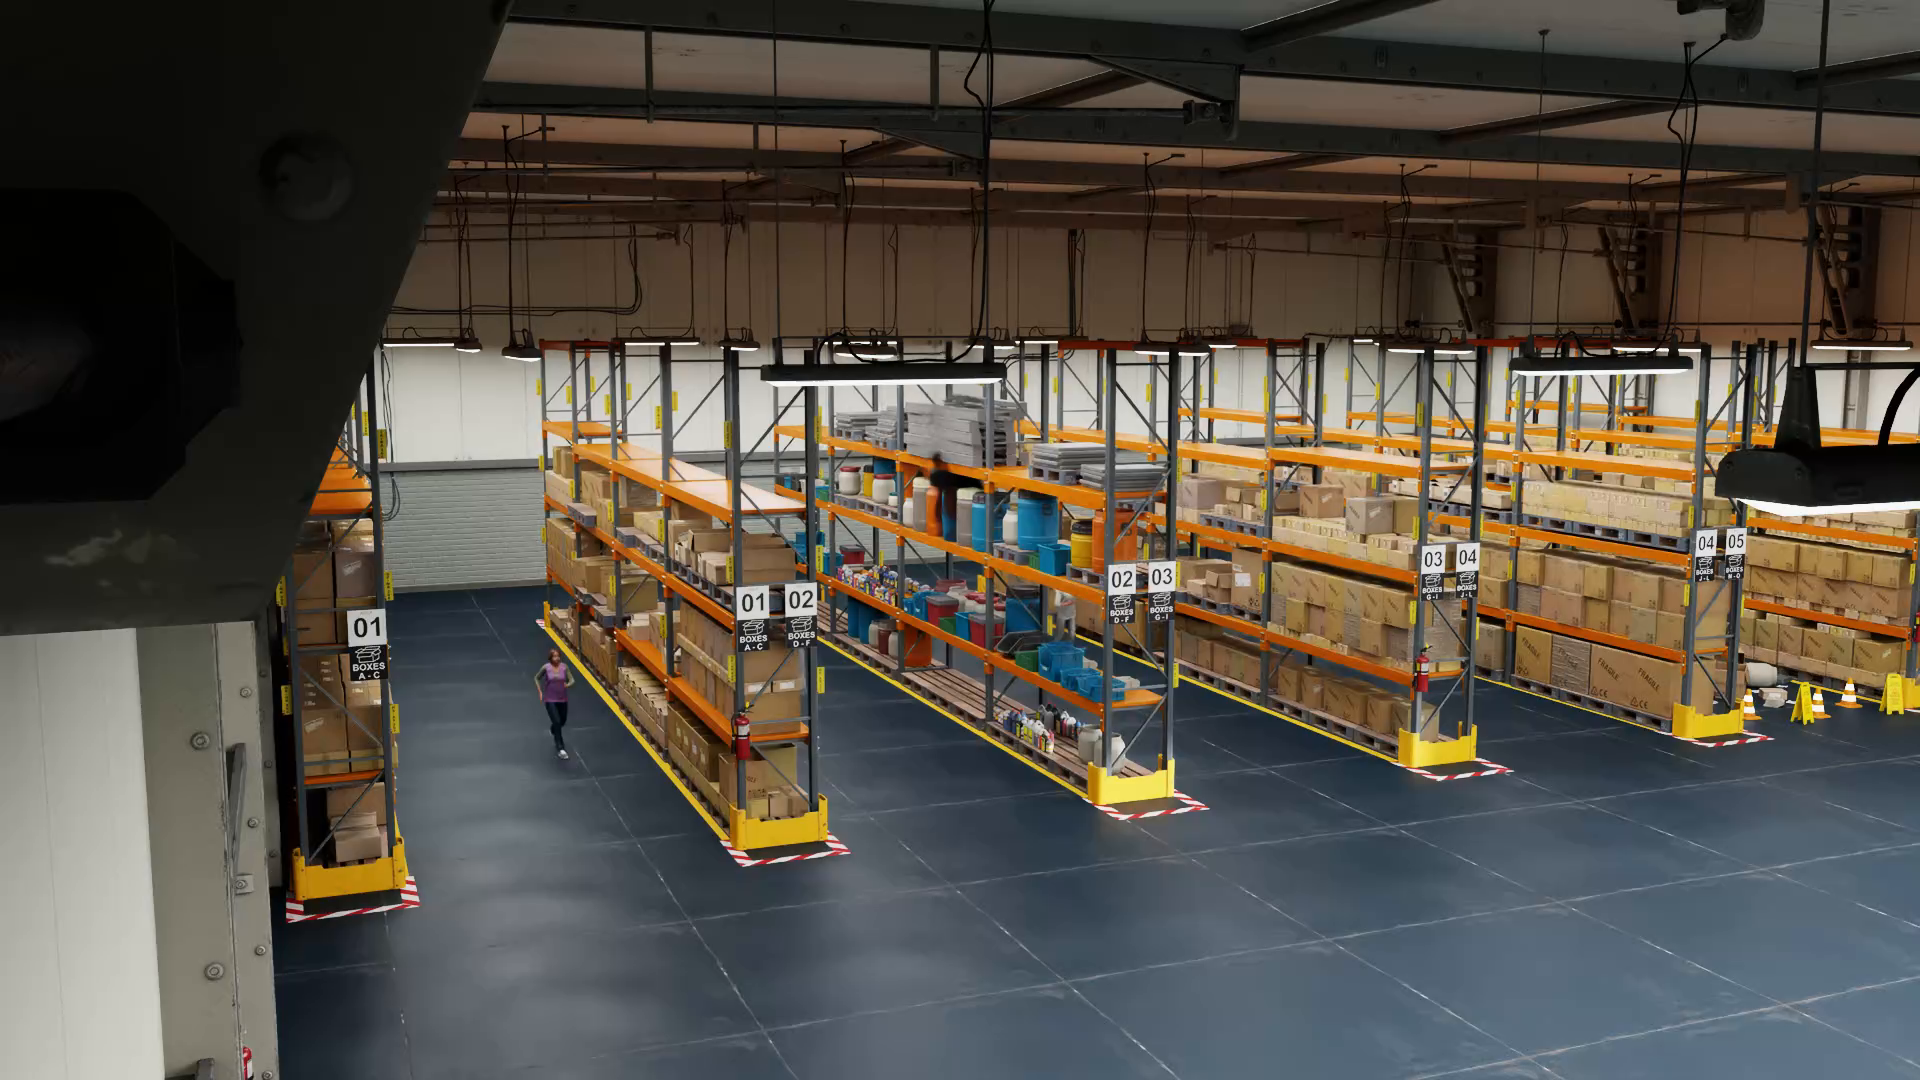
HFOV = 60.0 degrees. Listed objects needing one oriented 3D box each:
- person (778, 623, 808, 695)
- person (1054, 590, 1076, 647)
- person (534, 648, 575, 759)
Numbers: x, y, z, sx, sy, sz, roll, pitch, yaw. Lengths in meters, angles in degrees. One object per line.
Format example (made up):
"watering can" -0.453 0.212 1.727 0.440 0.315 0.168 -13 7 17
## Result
"person" -2.725 1.658 27.257 0.575 1.737 0.875 -4 8 -29
"person" 1.880 1.421 29.455 0.518 1.669 0.663 -5 9 -31
"person" -5.940 2.358 24.419 0.536 1.582 0.856 -4 9 -29
